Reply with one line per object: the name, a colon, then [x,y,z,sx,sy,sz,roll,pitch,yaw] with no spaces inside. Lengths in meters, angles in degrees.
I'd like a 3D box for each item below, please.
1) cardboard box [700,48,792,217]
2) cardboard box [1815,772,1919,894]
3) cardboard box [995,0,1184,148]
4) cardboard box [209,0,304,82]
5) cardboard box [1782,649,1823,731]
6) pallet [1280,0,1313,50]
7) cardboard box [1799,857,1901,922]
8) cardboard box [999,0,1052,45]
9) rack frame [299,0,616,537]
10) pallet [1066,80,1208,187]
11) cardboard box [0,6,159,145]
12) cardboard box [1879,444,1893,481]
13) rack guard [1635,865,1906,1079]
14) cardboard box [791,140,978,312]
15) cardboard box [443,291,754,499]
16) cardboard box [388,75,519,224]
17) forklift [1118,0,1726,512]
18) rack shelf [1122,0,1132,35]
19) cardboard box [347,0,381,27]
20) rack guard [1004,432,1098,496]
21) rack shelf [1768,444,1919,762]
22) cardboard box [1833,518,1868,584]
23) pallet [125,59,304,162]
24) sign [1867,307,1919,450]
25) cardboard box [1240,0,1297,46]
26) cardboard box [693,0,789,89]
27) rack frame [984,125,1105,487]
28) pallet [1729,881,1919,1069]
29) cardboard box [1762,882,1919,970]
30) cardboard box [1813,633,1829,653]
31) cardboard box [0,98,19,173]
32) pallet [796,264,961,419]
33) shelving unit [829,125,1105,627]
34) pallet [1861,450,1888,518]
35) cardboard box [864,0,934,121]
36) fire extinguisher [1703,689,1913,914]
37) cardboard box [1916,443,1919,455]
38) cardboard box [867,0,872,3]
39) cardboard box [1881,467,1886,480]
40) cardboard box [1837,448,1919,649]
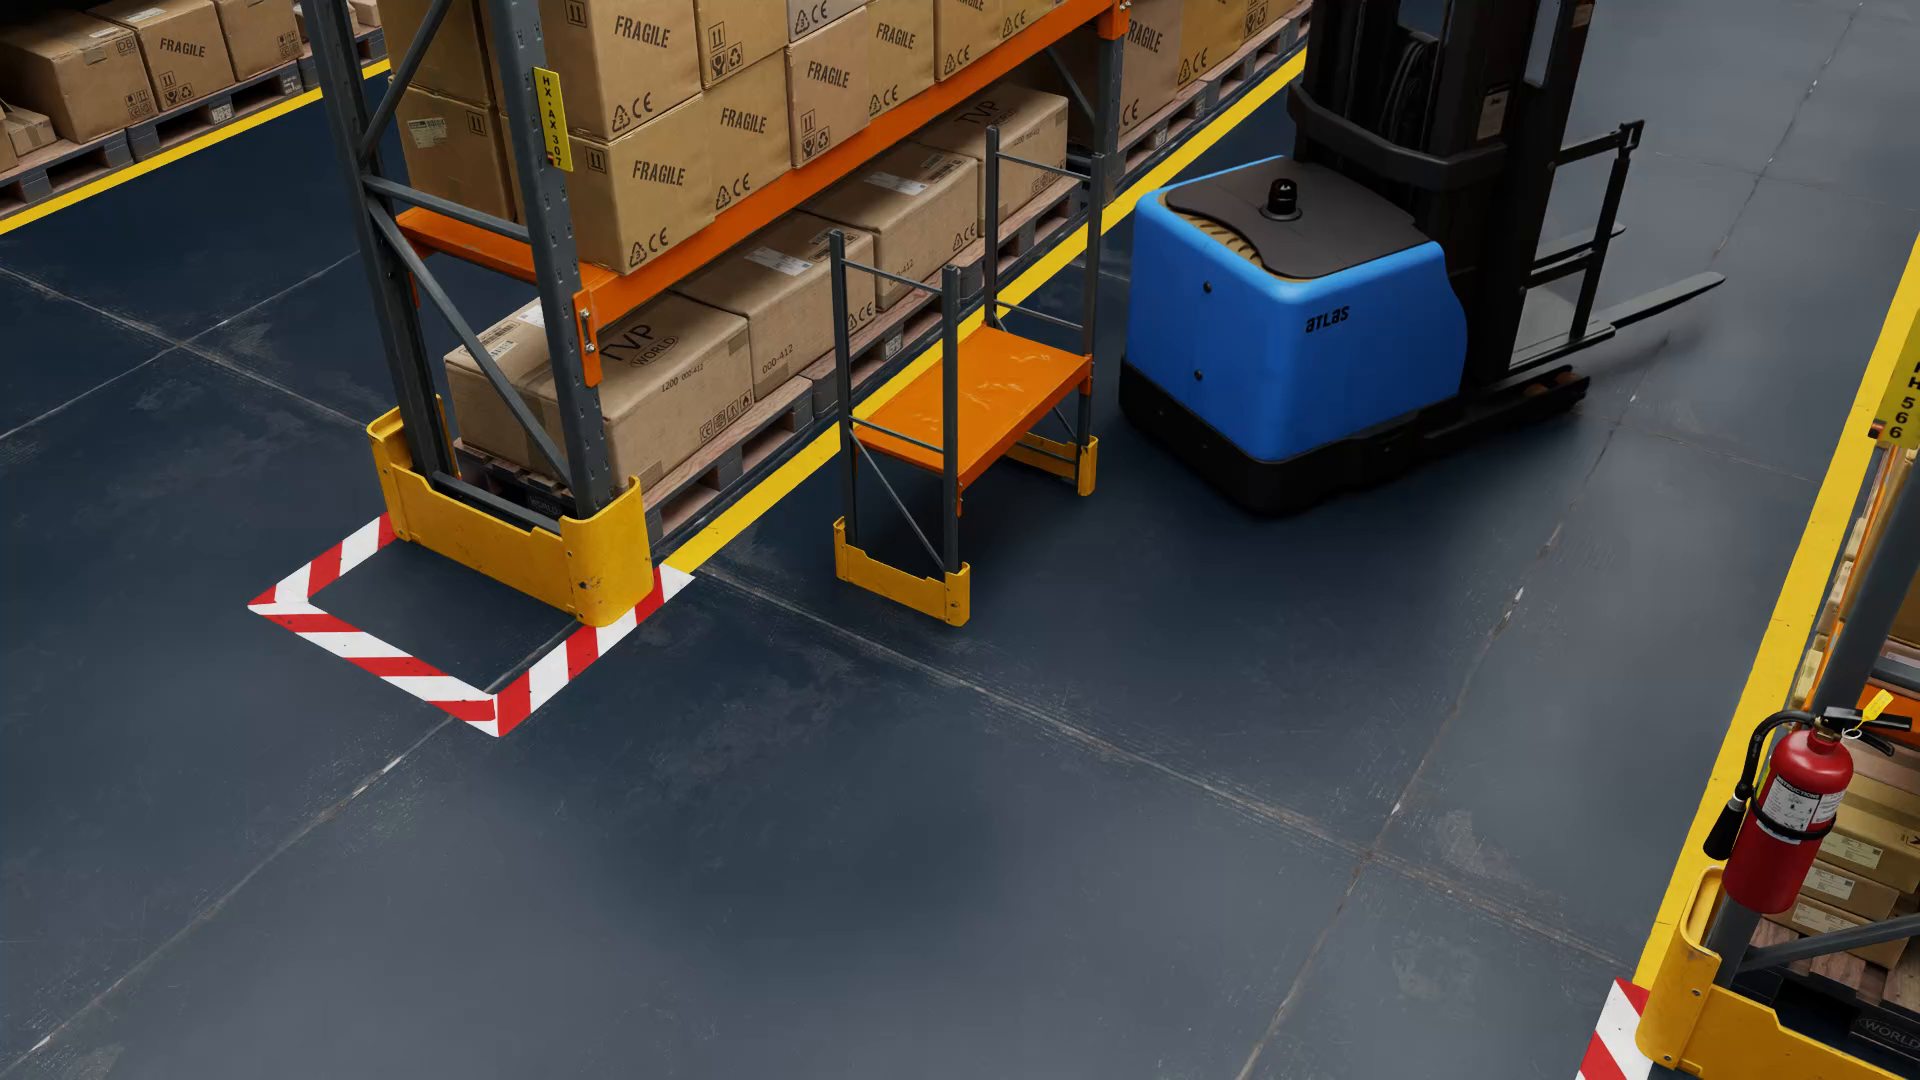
cardboard box: [-0.997,-1.594,6.279,0.500,0.500,0.500,21,42,25]
cardboard box: [2.559,0.807,4.750,0.380,0.149,0.250,22,43,26]
cardboard box: [0.663,-2.864,9.405,0.875,0.875,0.875,23,43,26]
cardboard box: [-4.483,-3.177,10.117,0.700,0.500,0.500,20,42,23]
cardboard box: [2.774,0.521,5.121,0.380,0.149,0.250,20,42,24]
pallet: [2.056,-3.769,11.466,1.003,0.211,1.213,21,42,25]
cardboard box: [2.531,0.915,4.853,0.380,0.149,0.250,20,42,24]
cardboard box: [0.095,-2.643,7.640,0.500,0.500,0.500,20,42,24]
rack frame: [-1.745,-1.131,5.761,1.000,3.000,0.127,21,42,25]
pallet: [0.748,-2.511,9.835,1.003,0.211,1.213,21,42,25]
cardboard box: [-5.039,-2.642,9.423,0.700,0.500,0.500,23,43,27]
cardboard box: [3.934,-0.298,6.671,0.380,0.149,0.250,21,42,25]
rack guard: [2.530,1.387,4.542,1.175,0.500,0.348,21,42,25]
cardboard box: [-0.508,-1.595,8.116,0.875,0.438,0.875,20,42,24]
cardboard box: [-1.475,-0.656,6.898,0.875,0.438,0.875,20,42,24]
cardboard box: [-1.710,-1.506,6.165,0.500,0.500,0.500,21,42,25]
forklift: [2.234,-1.948,6.876,3.031,2.935,1.130,-20,42,-24]
rack shelf: [1.470,-3.939,9.993,1.077,0.370,4.000,21,42,25]
cardboard box: [-3.845,-3.469,10.784,0.380,0.149,0.250,20,42,24]
rack guard: [0.308,-0.395,7.058,0.587,0.250,0.087,21,42,25]
rack shelf: [3.561,-0.310,5.285,1.077,0.370,4.000,21,42,25]
cardboard box: [3.352,0.099,5.913,0.380,0.149,0.250,22,43,26]
pallet: [-4.816,-2.725,10.113,1.003,0.211,1.213,21,42,25]
sign: [2.031,-0.340,3.527,0.100,0.325,0.005,21,42,25]
cardboard box: [1.620,-3.793,10.610,0.875,0.875,0.875,22,43,26]
cardboard box: [-0.976,-1.990,5.973,0.500,0.500,0.500,20,42,24]
rack frame: [0.318,-0.900,6.689,0.500,1.500,0.032,21,42,25]
pallet: [2.995,1.094,5.158,1.003,0.211,1.213,21,42,25]
cardboard box: [2.595,1.059,4.910,0.380,0.149,0.250,22,43,26]
cardboard box: [3.075,0.376,5.553,0.380,0.149,0.250,22,43,26]
cardboard box: [-5.530,-2.215,8.867,0.797,0.503,0.637,19,42,23]
pallet: [-0.728,-1.091,7.992,1.003,0.211,1.213,21,42,25]
shelving unit: [0.041,-0.633,6.343,0.587,1.500,1.083,21,42,25]
pallet: [4.302,-0.164,6.790,1.003,0.211,1.213,21,42,25]
cardboard box: [-0.455,-2.114,6.954,0.500,0.500,0.500,23,43,27]
fire extinguisher: [1.965,0.593,3.893,0.296,0.674,0.183,21,42,25]
cardboard box: [2.524,-0.435,3.713,0.500,0.500,0.500,20,42,24]
cardboard box: [-0.440,-2.515,6.655,0.500,0.500,0.500,21,42,25]
cardboard box: [3.656,-0.274,6.152,0.380,0.149,0.250,22,43,26]
cardboard box: [2.513,-0.037,4.016,0.500,0.500,0.500,22,43,26]
